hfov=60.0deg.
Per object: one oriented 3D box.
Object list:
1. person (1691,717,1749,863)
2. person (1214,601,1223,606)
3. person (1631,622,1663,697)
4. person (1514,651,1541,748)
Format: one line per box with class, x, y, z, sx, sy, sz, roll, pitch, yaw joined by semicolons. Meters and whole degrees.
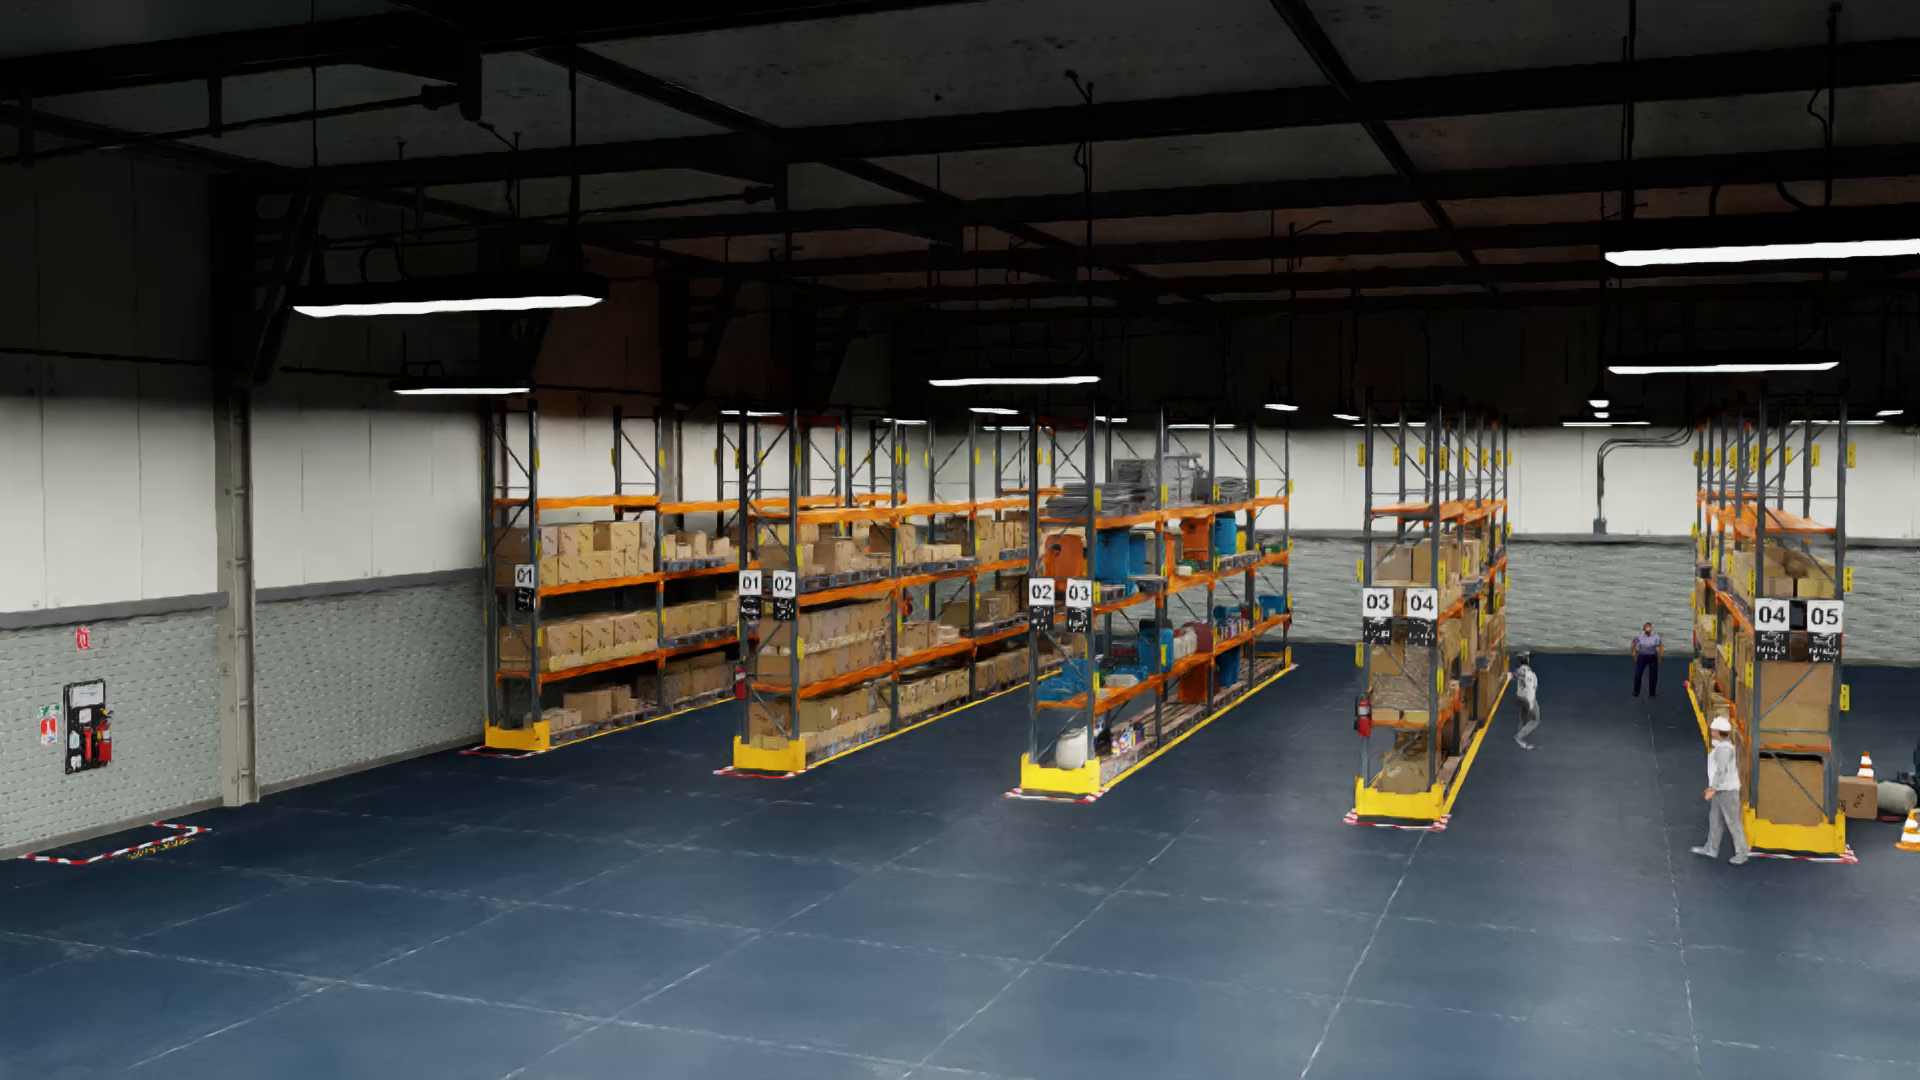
person;9.483;3.088;20.697;0.636;1.766;0.601;1;3;19
person;5.708;2.241;37.554;0.536;1.738;0.737;1;3;21
person;14.380;2.496;34.812;0.626;1.595;0.507;1;3;20
person;9.714;2.752;28.613;0.414;1.675;0.516;0;3;-7
